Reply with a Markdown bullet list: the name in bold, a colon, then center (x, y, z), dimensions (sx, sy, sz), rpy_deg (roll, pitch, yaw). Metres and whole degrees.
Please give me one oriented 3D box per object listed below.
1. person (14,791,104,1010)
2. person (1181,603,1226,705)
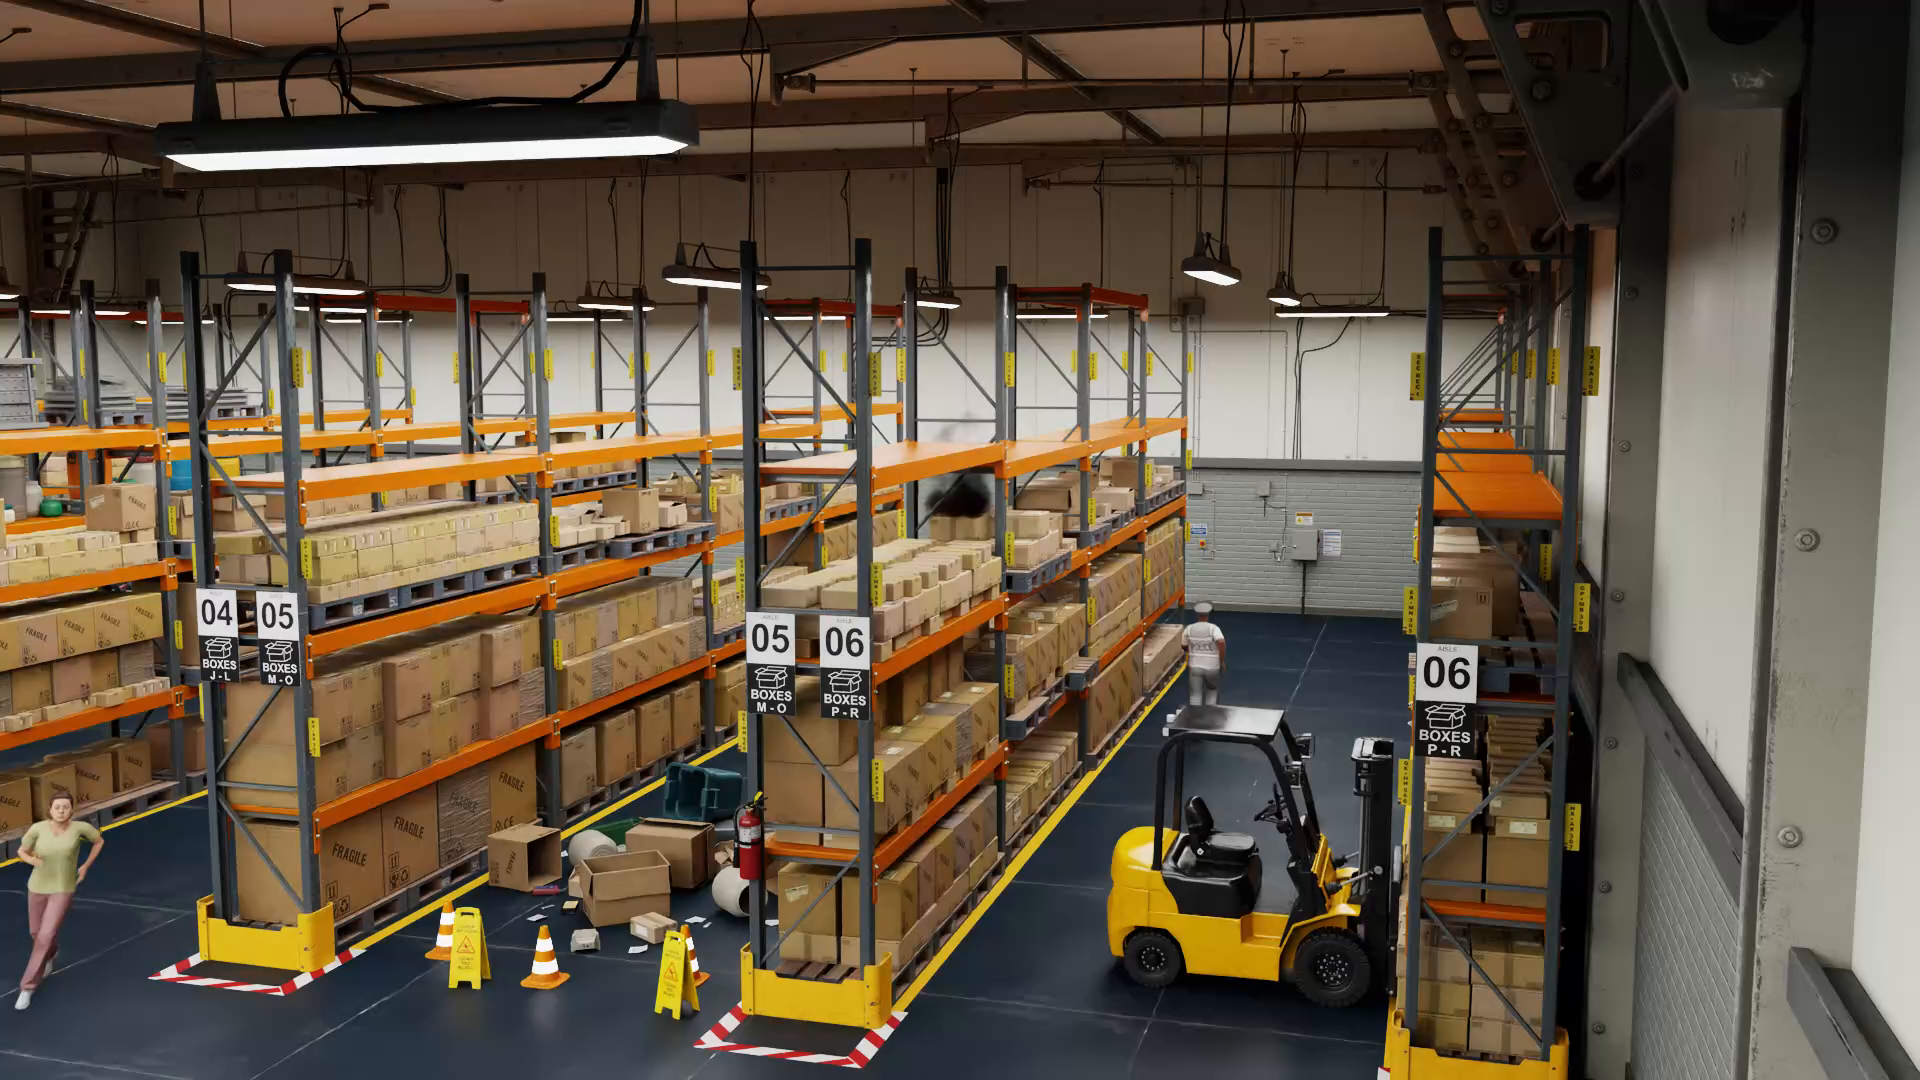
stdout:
- **person**: center (-7.301, 2.839, 13.473), dimensions (0.579, 1.661, 0.877), rpy_deg (-1, 6, -10)
- **person**: center (3.307, 1.775, 22.599), dimensions (0.628, 1.840, 0.854), rpy_deg (1, 7, 13)
